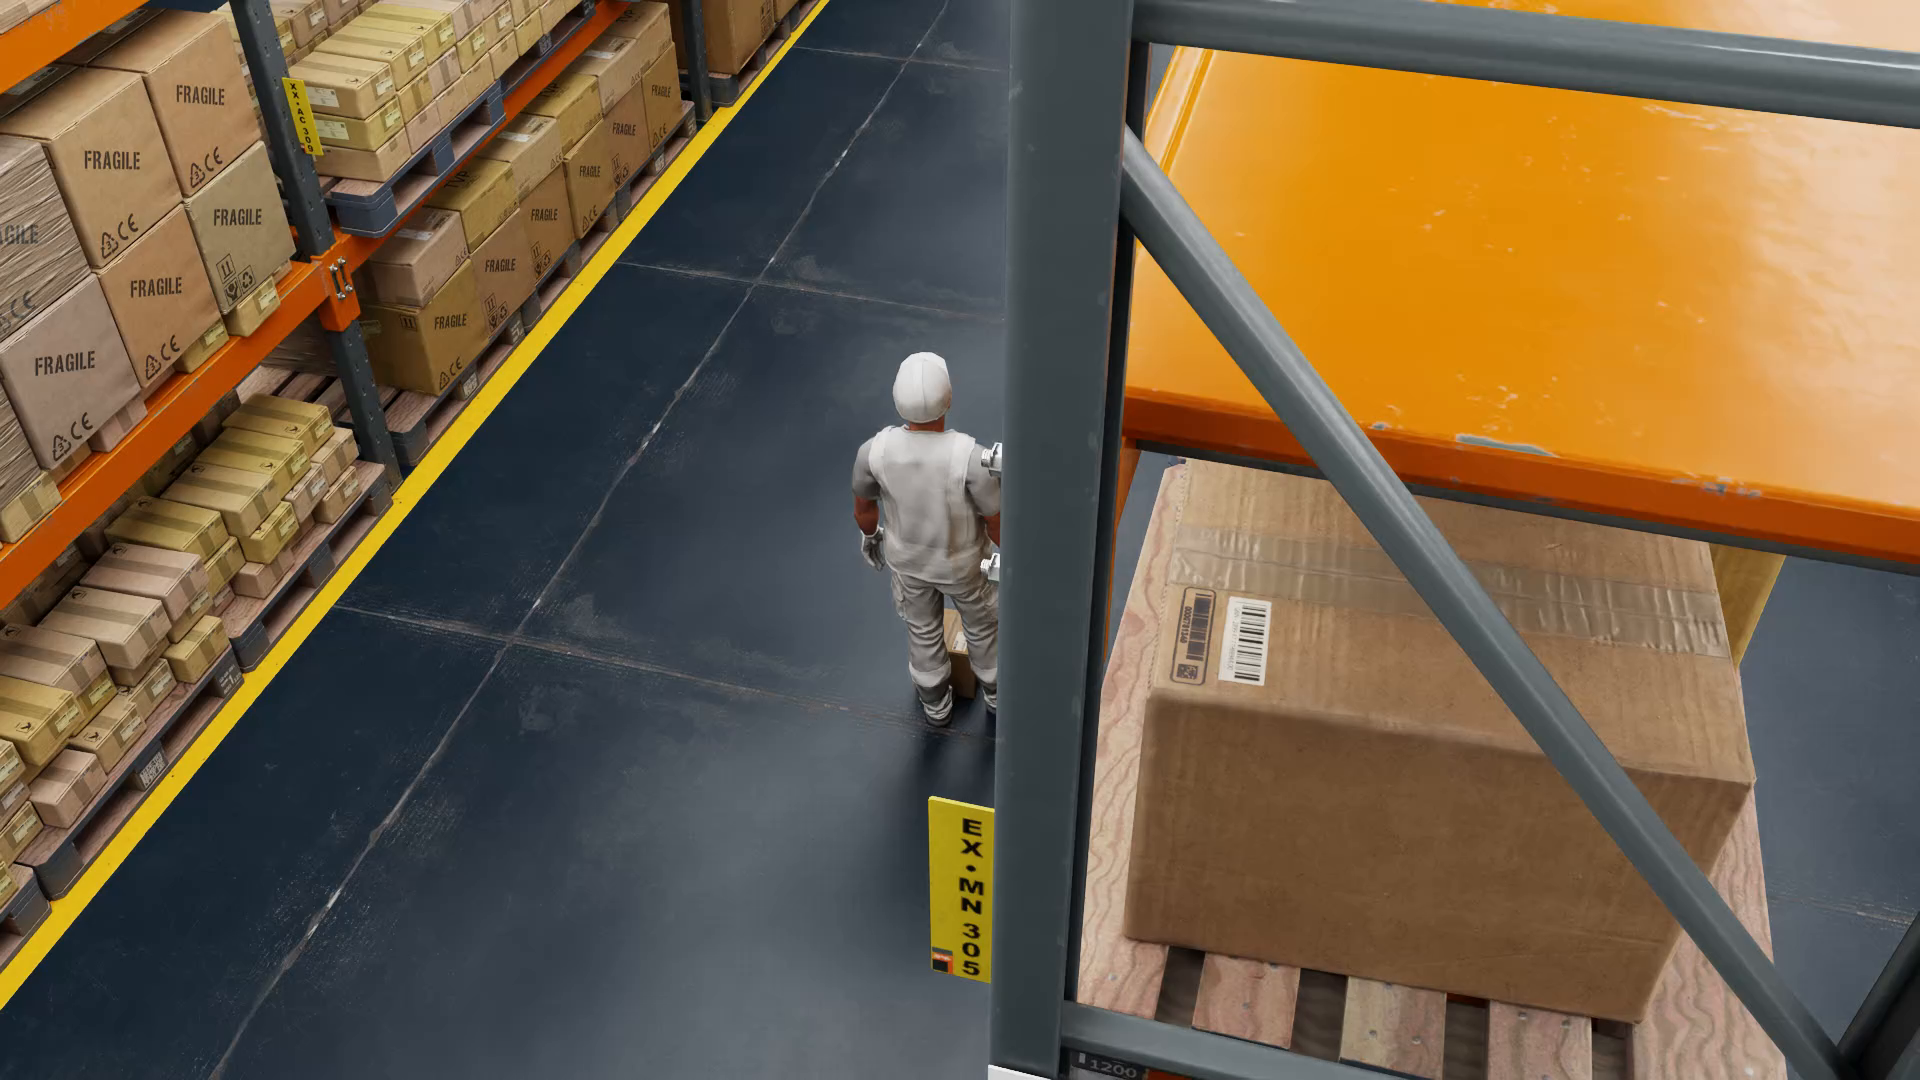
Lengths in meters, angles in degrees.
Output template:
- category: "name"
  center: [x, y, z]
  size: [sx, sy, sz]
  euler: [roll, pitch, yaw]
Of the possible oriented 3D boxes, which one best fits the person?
- category: "person"
  center: [-0.052, 0.004, 6.287]
  size: [0.638, 1.790, 0.561]
  euler: [10, 42, 11]
